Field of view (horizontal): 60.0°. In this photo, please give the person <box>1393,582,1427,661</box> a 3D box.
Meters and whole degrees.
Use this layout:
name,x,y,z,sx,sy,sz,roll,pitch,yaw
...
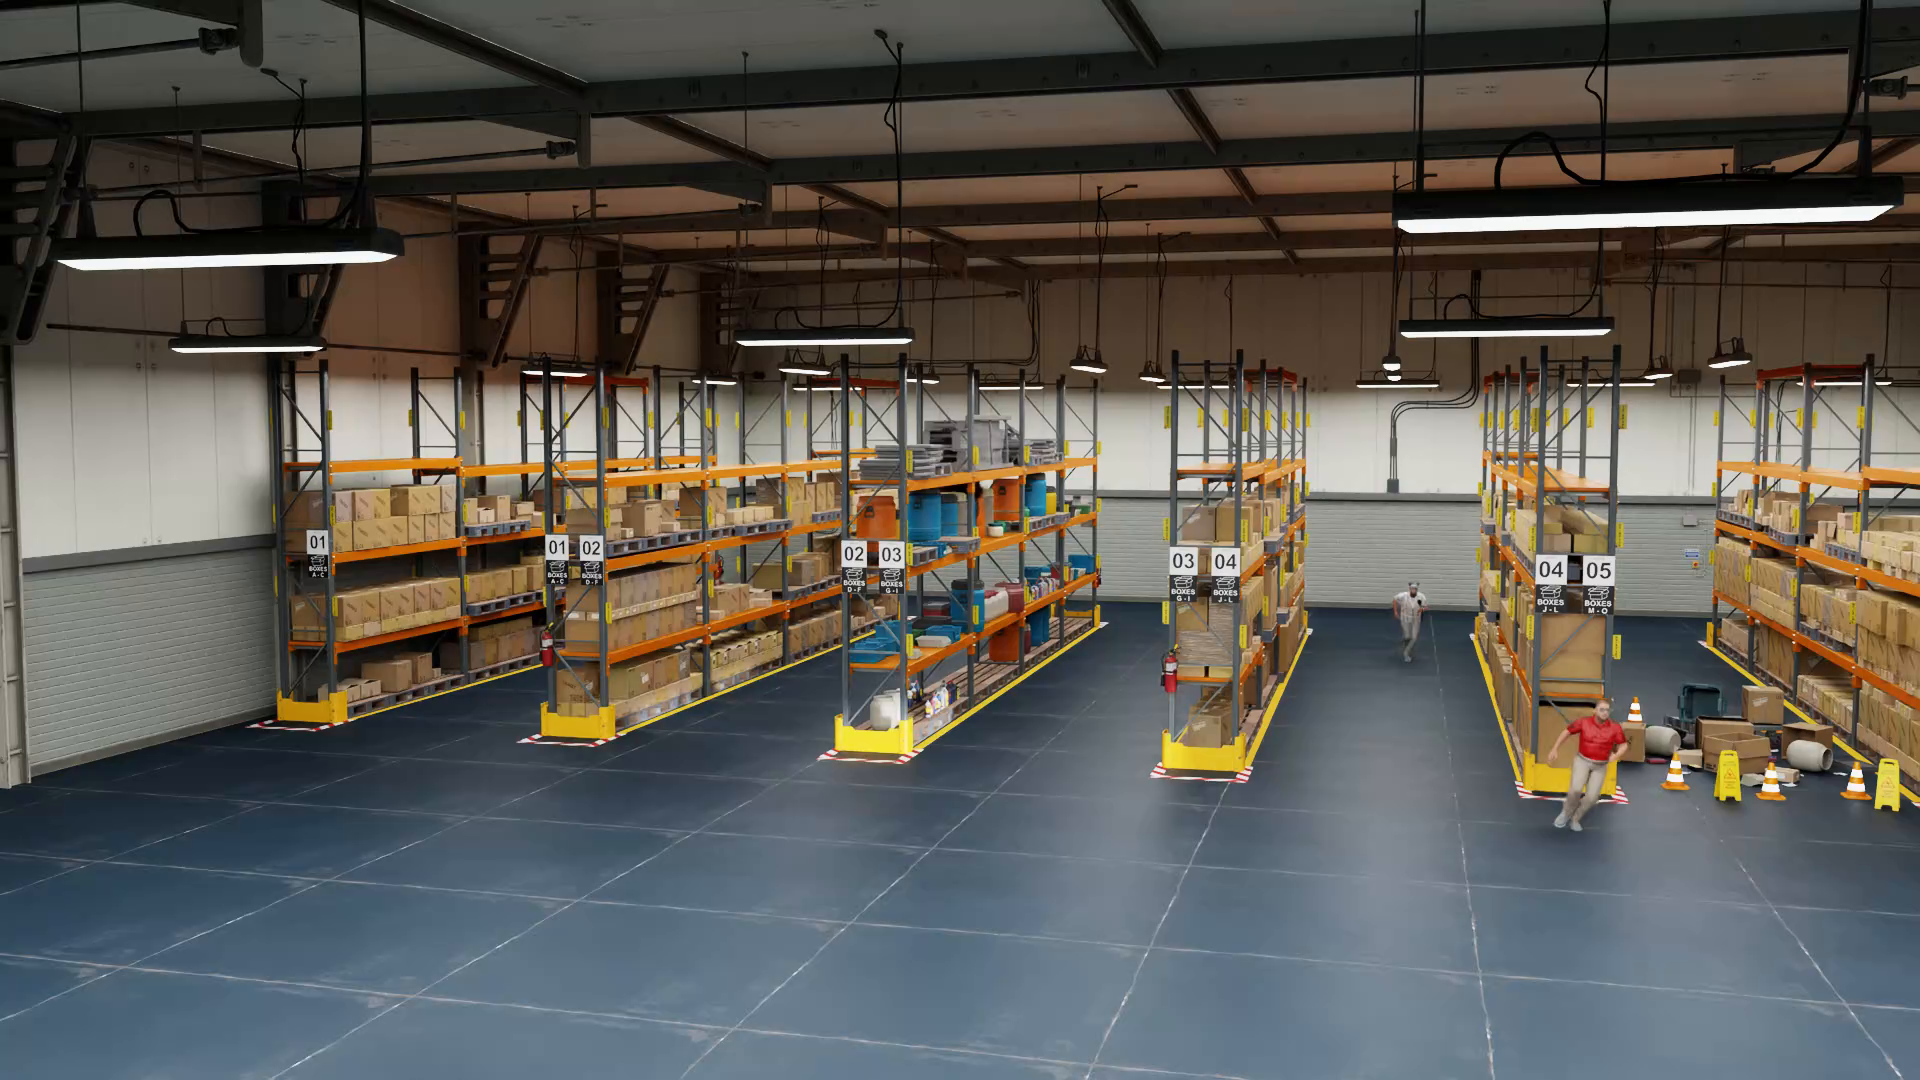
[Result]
name,x,y,z,sx,sy,sz,roll,pitch,yaw
person,9.346,1.686,34.444,0.637,1.697,0.737,0,4,-2

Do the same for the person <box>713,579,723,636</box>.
name,x,y,z,sx,sy,sz,roll,pitch,yaw
person,-5.233,1.633,36.151,0.546,1.569,0.632,1,4,8

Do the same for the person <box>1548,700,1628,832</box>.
name,x,y,z,sx,sy,sz,roll,pitch,yaw
person,7.657,2.764,20.183,0.857,1.657,0.667,0,4,5
